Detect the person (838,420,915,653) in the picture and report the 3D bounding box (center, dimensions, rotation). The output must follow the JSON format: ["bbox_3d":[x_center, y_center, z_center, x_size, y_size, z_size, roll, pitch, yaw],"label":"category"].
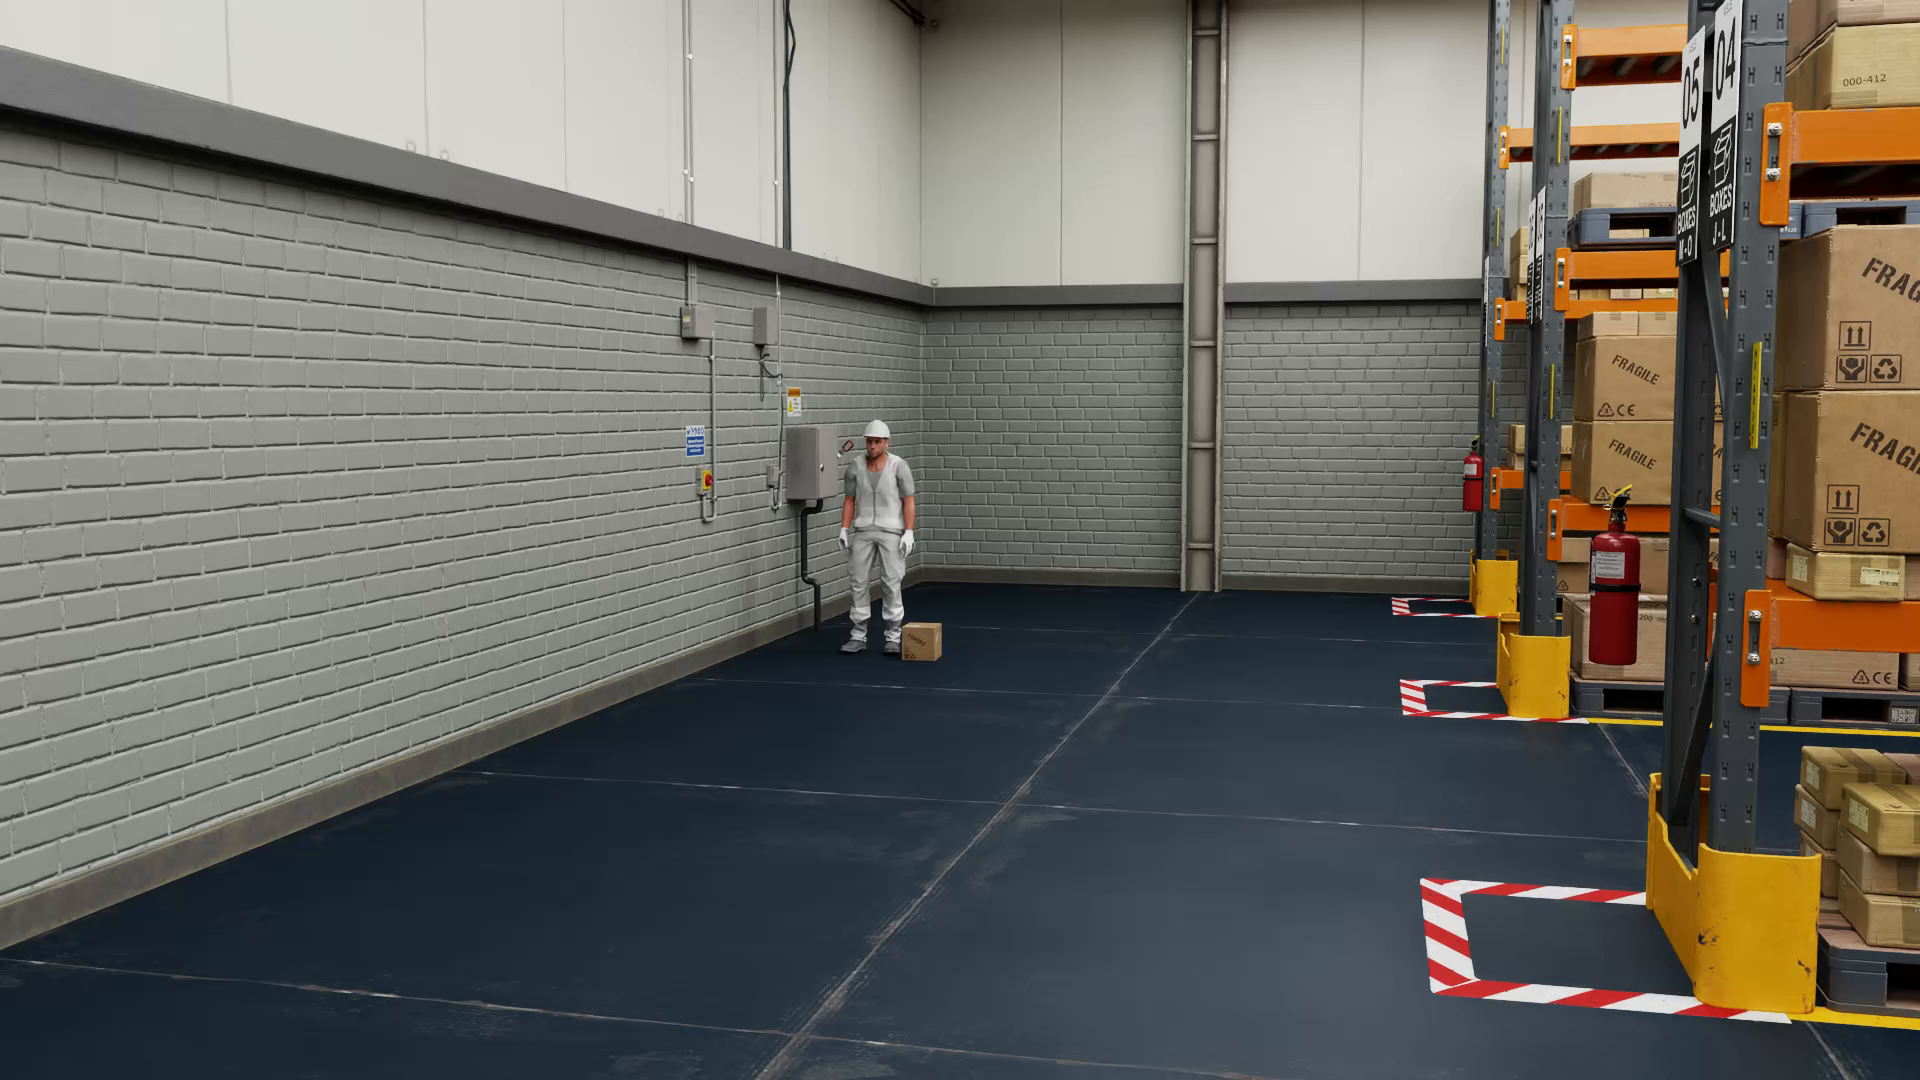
[{"bbox_3d":[-0.637,-0.025,12.676,0.608,1.779,0.451,1,5,14],"label":"person"}]
